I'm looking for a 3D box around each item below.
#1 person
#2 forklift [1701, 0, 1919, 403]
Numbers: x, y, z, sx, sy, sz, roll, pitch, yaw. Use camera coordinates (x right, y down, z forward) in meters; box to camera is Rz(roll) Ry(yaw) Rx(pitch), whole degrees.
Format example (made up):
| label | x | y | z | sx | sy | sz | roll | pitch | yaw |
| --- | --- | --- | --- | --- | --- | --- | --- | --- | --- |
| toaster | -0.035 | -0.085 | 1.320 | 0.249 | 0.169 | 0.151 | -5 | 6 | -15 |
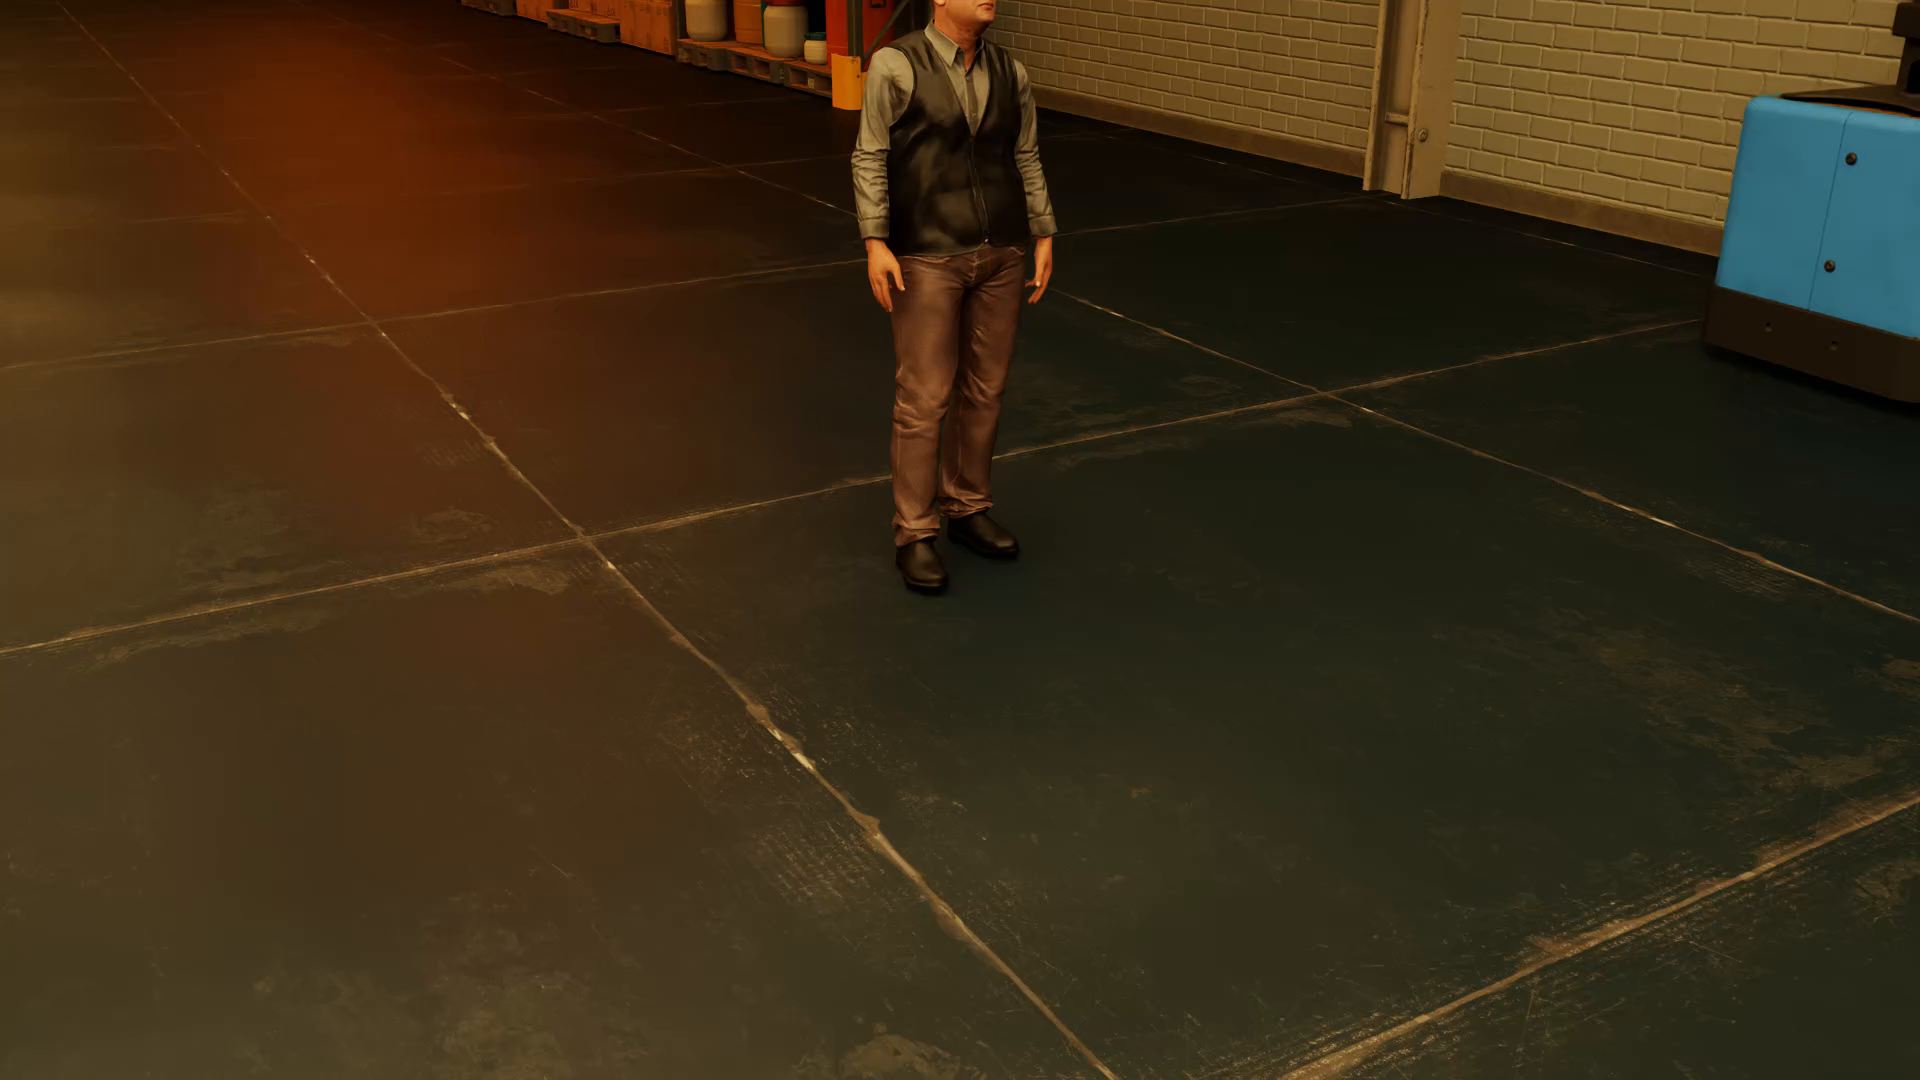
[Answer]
| label | x | y | z | sx | sy | sz | roll | pitch | yaw |
| --- | --- | --- | --- | --- | --- | --- | --- | --- | --- |
| person | 0.029 | -0.779 | 4.745 | 0.633 | 1.722 | 0.551 | -12 | 25 | -28 |
| forklift | 4.676 | -2.207 | 6.651 | 3.031 | 2.935 | 1.130 | -10 | 24 | -23 |
